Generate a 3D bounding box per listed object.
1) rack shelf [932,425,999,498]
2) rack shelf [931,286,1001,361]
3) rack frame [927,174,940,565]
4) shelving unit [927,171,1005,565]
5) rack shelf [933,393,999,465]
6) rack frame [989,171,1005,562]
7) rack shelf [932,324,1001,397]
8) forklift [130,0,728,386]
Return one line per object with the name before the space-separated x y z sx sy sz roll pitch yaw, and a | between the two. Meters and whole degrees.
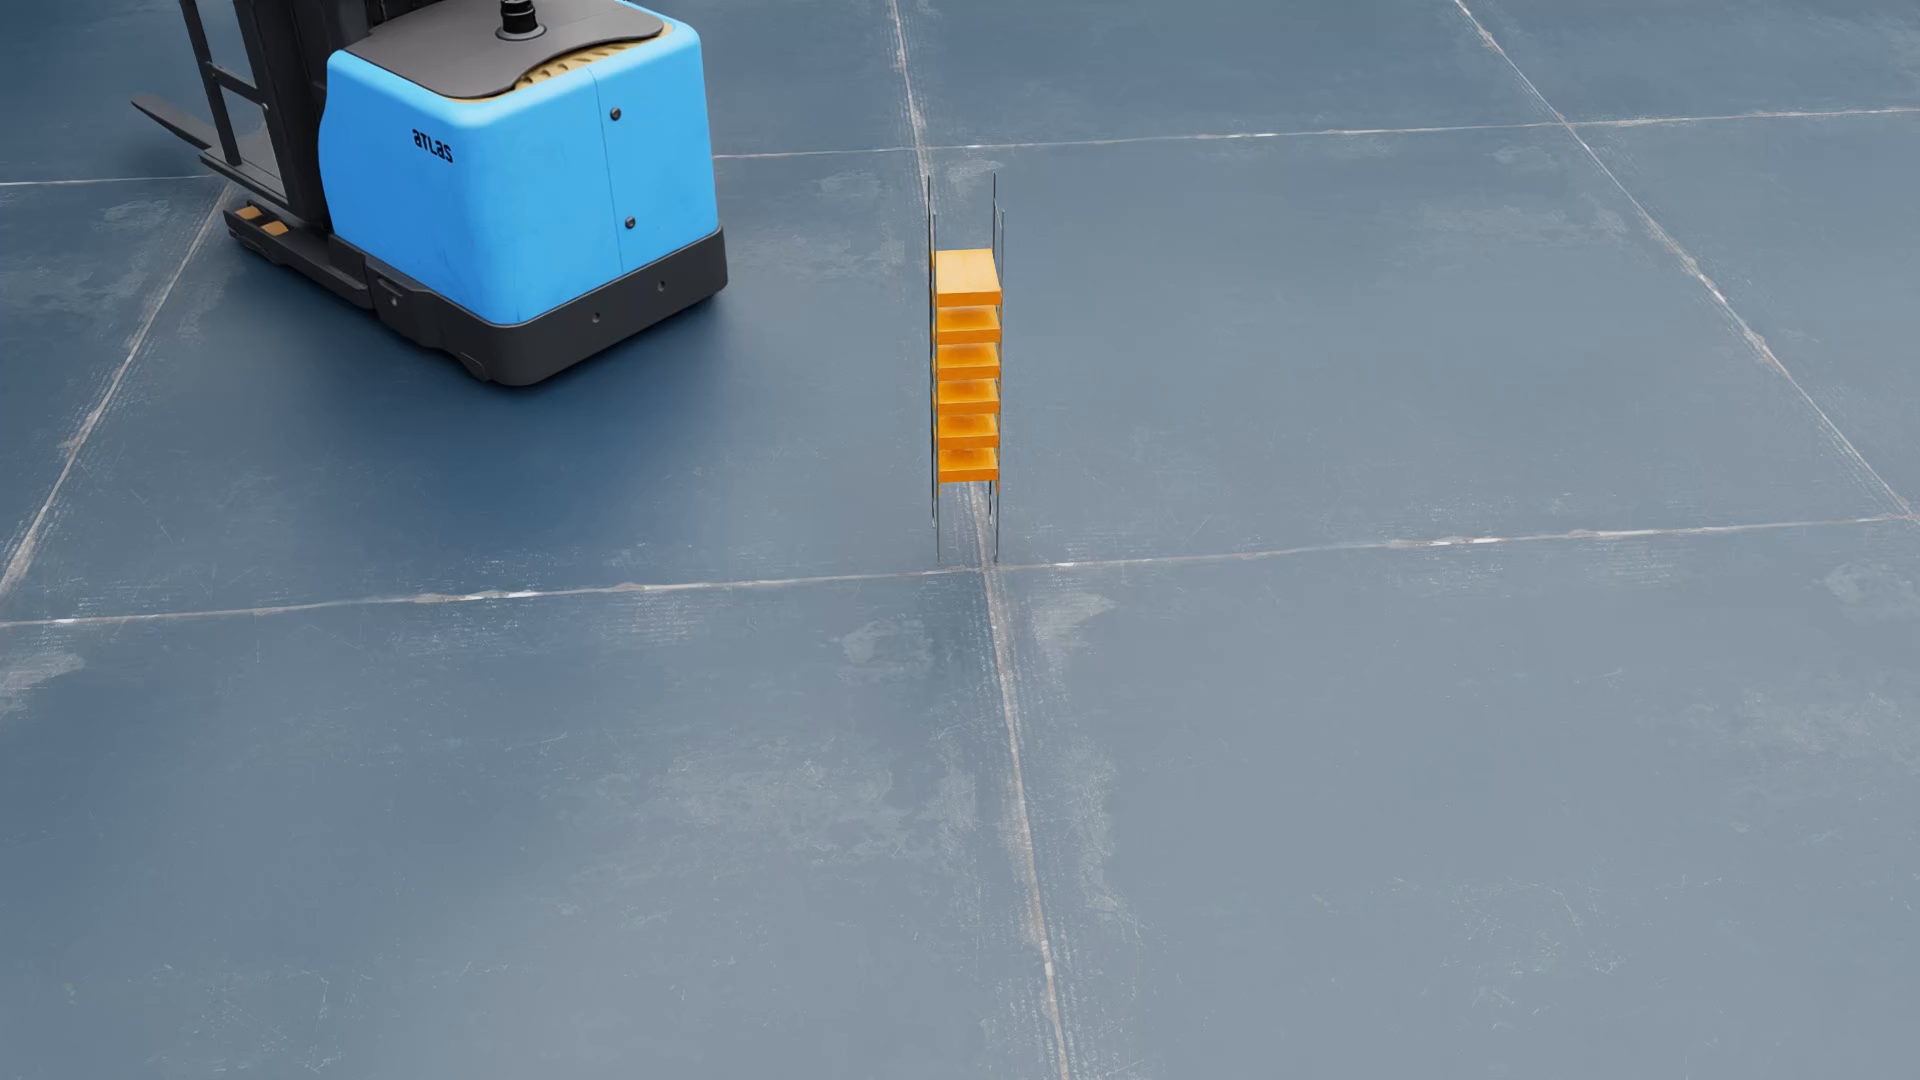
rack shelf | 0.014 -0.249 5.056 0.180 0.103 0.258 -3 38 -4
rack shelf | 0.014 -0.625 4.758 0.180 0.103 0.258 -3 38 -4
rack frame | -0.077 -0.467 4.873 0.006 1.200 0.240 -3 38 -4
shelving unit | 0.014 -0.472 4.879 0.189 1.200 0.258 -3 38 -4
rack shelf | 0.014 -0.343 4.981 0.180 0.103 0.258 -3 38 -4
rack frame | 0.106 -0.477 4.886 0.006 1.200 0.240 -3 38 -4
rack shelf | 0.014 -0.531 4.833 0.180 0.103 0.258 -3 38 -4
forklift | -2.329 -2.435 6.041 3.031 2.843 1.129 29 47 31
